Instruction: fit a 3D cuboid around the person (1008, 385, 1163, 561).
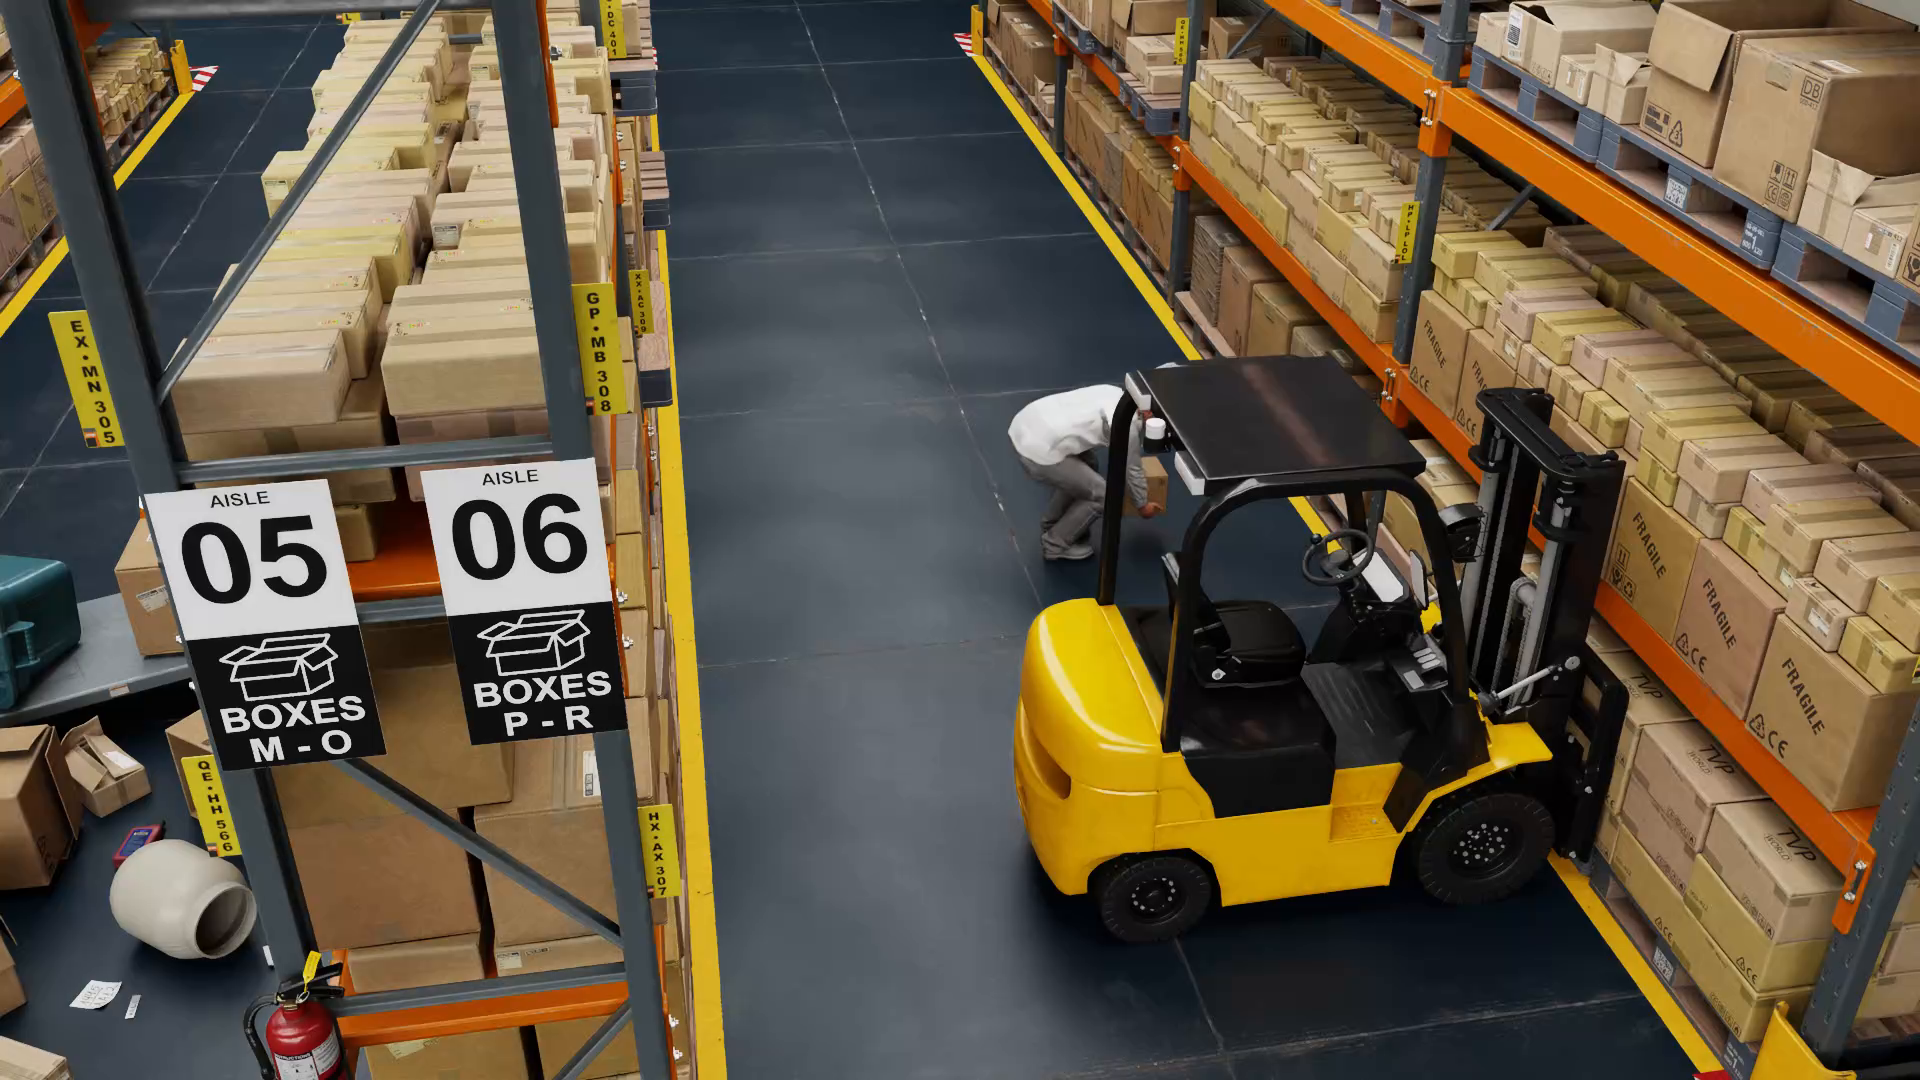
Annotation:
[{"bbox_3d":[0.776,-0.420,9.592,0.991,0.997,0.505,-7,31,-11],"label":"person"}]
